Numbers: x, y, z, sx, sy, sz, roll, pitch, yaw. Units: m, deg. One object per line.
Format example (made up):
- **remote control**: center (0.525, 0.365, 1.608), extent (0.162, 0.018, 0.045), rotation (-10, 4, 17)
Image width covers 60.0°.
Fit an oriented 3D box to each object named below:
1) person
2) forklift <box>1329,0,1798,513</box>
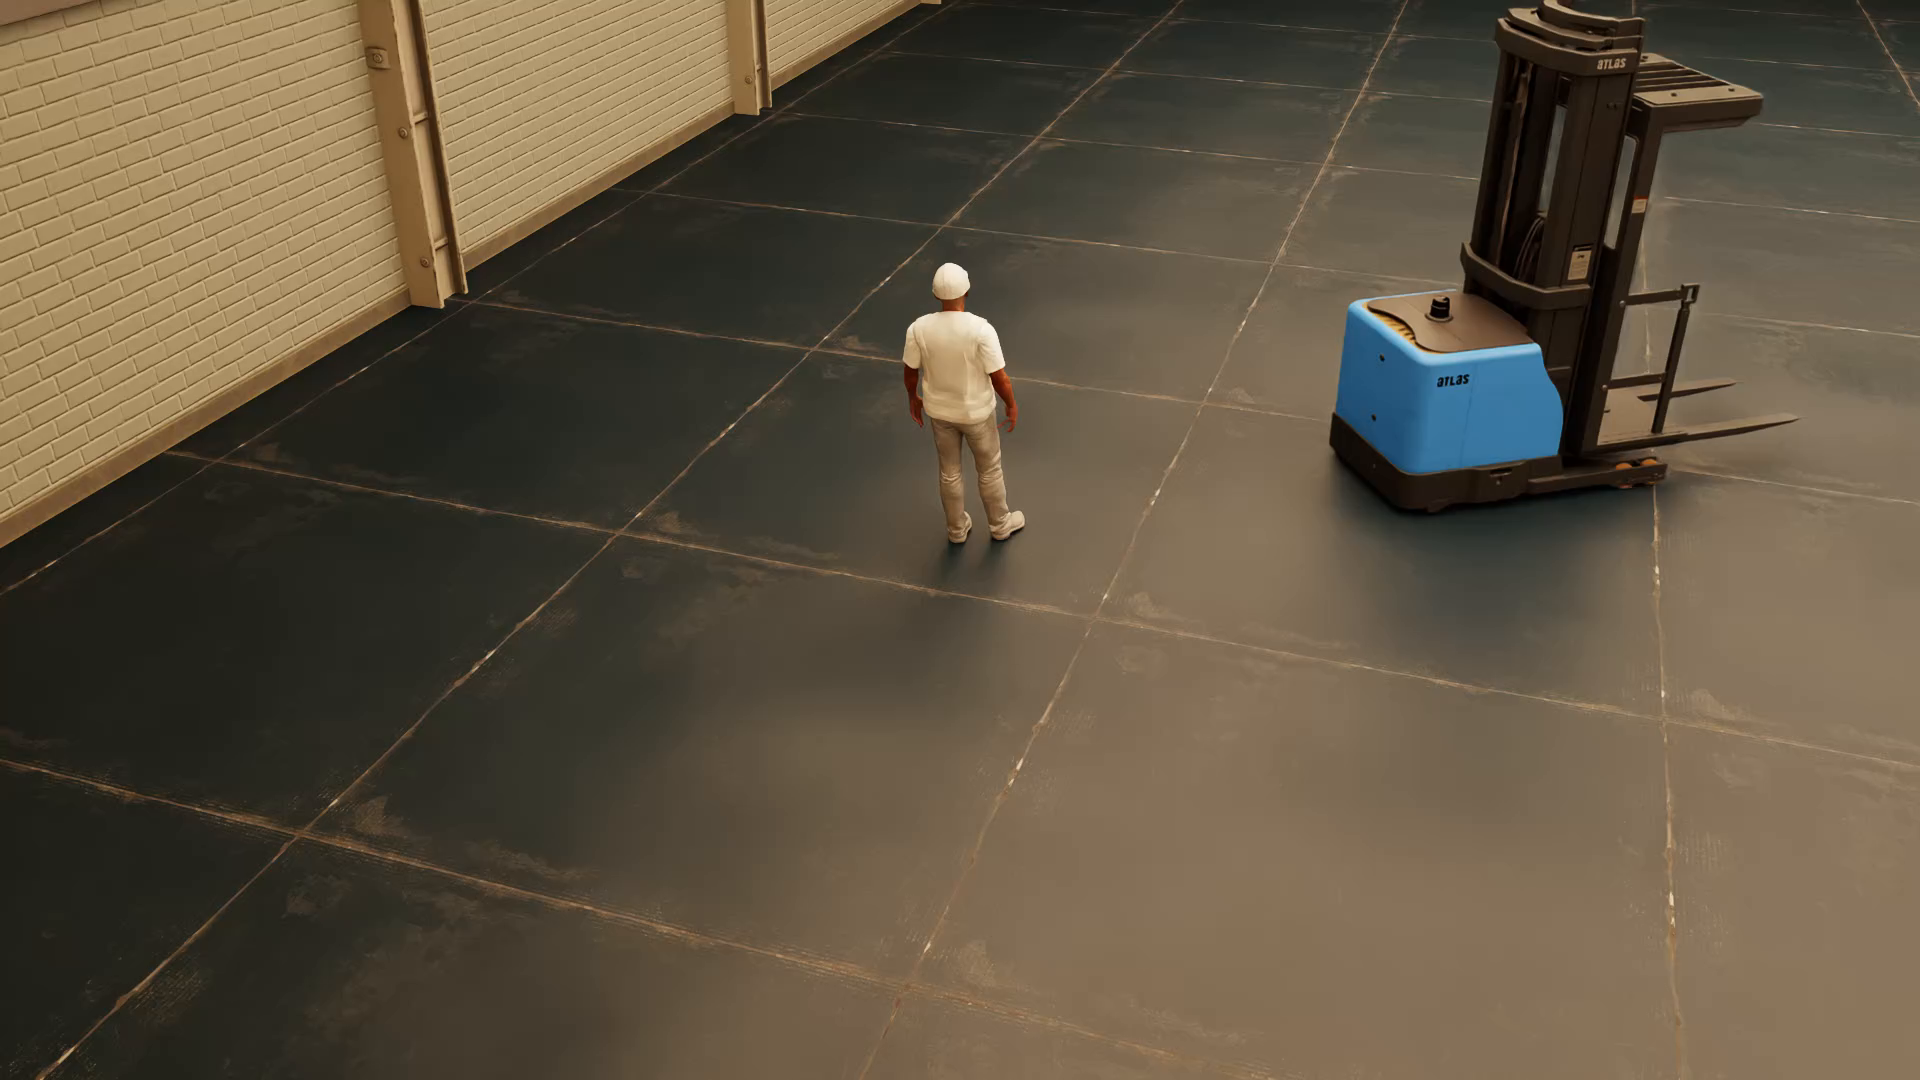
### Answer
- **person**: center (0.028, -0.805, 9.711), extent (0.665, 1.768, 0.575), rotation (10, 31, 16)
- **forklift**: center (4.035, -1.842, 10.367), extent (3.031, 2.935, 1.130), rotation (-8, 31, -14)
